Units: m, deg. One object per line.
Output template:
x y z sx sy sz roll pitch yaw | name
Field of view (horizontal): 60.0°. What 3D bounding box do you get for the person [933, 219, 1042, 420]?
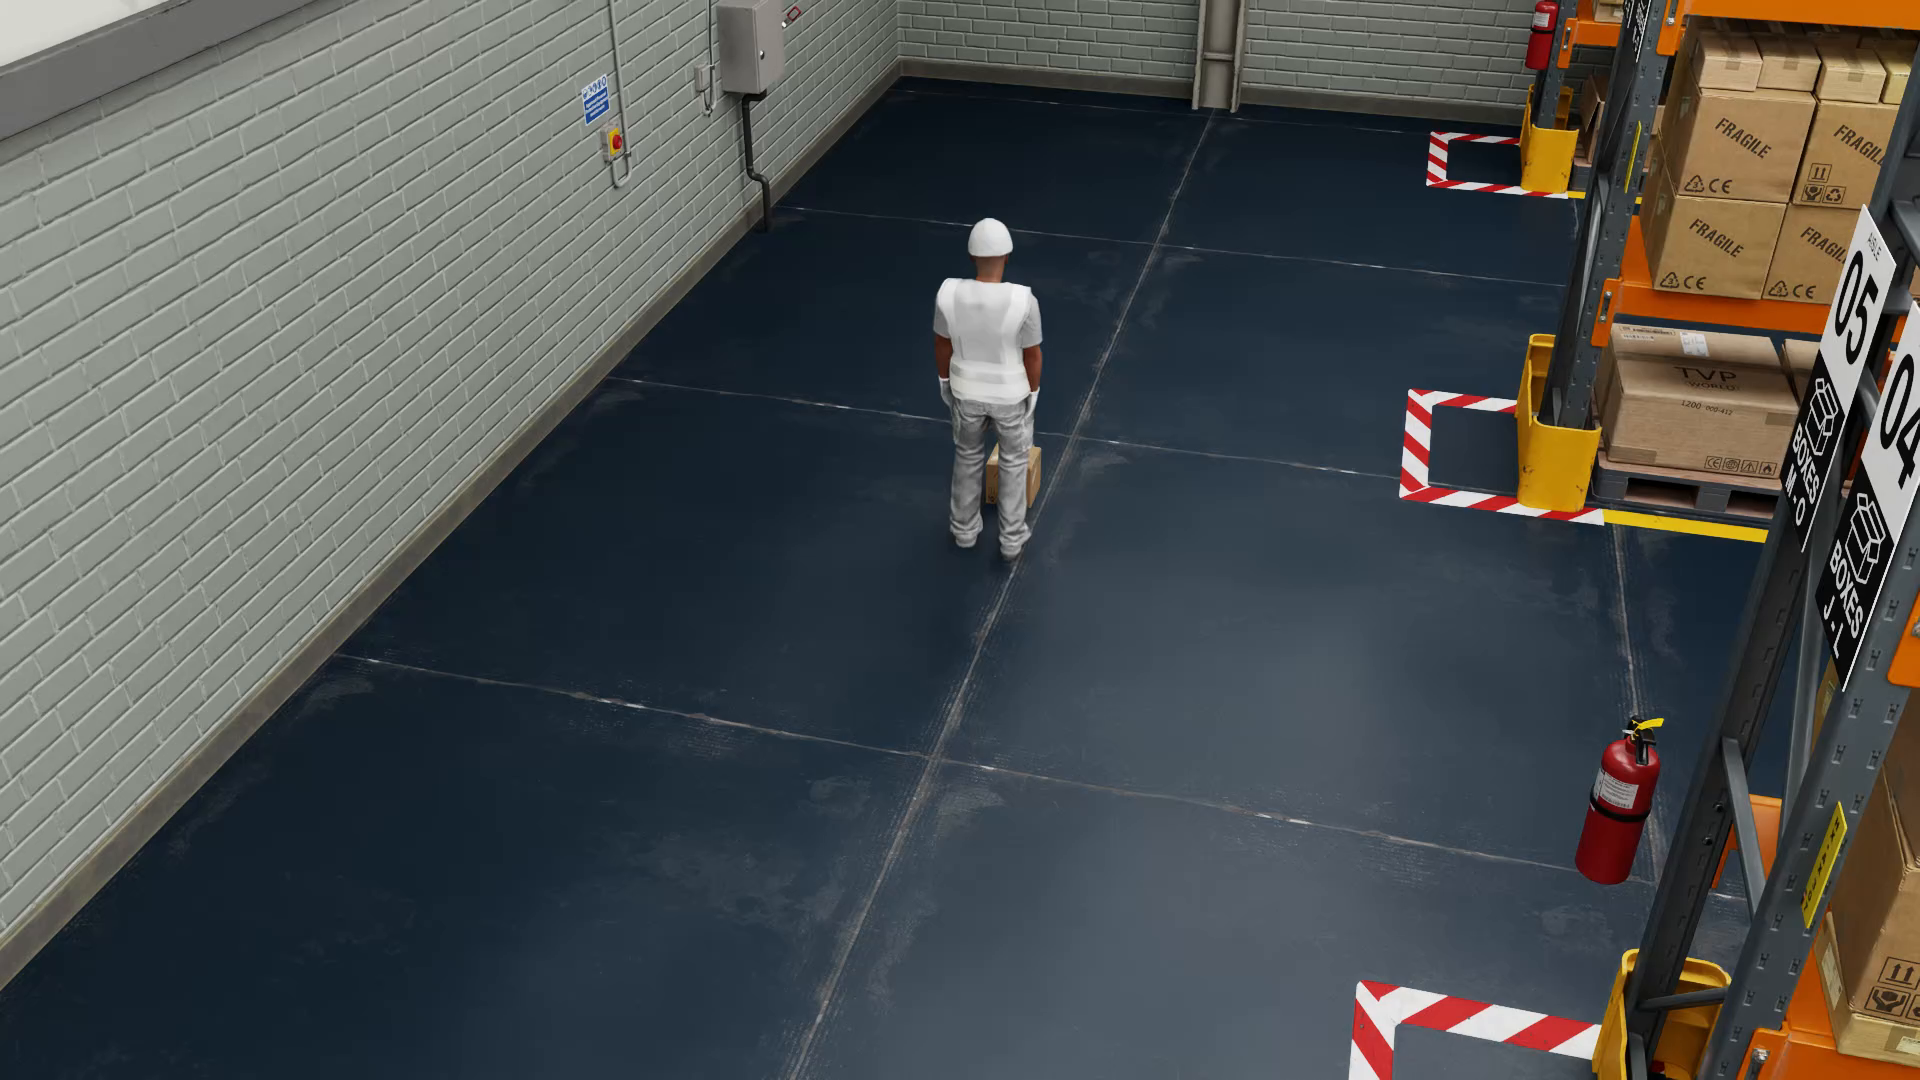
0.143 -1.050 8.104 0.543 1.061 0.348 9 34 13 | person
